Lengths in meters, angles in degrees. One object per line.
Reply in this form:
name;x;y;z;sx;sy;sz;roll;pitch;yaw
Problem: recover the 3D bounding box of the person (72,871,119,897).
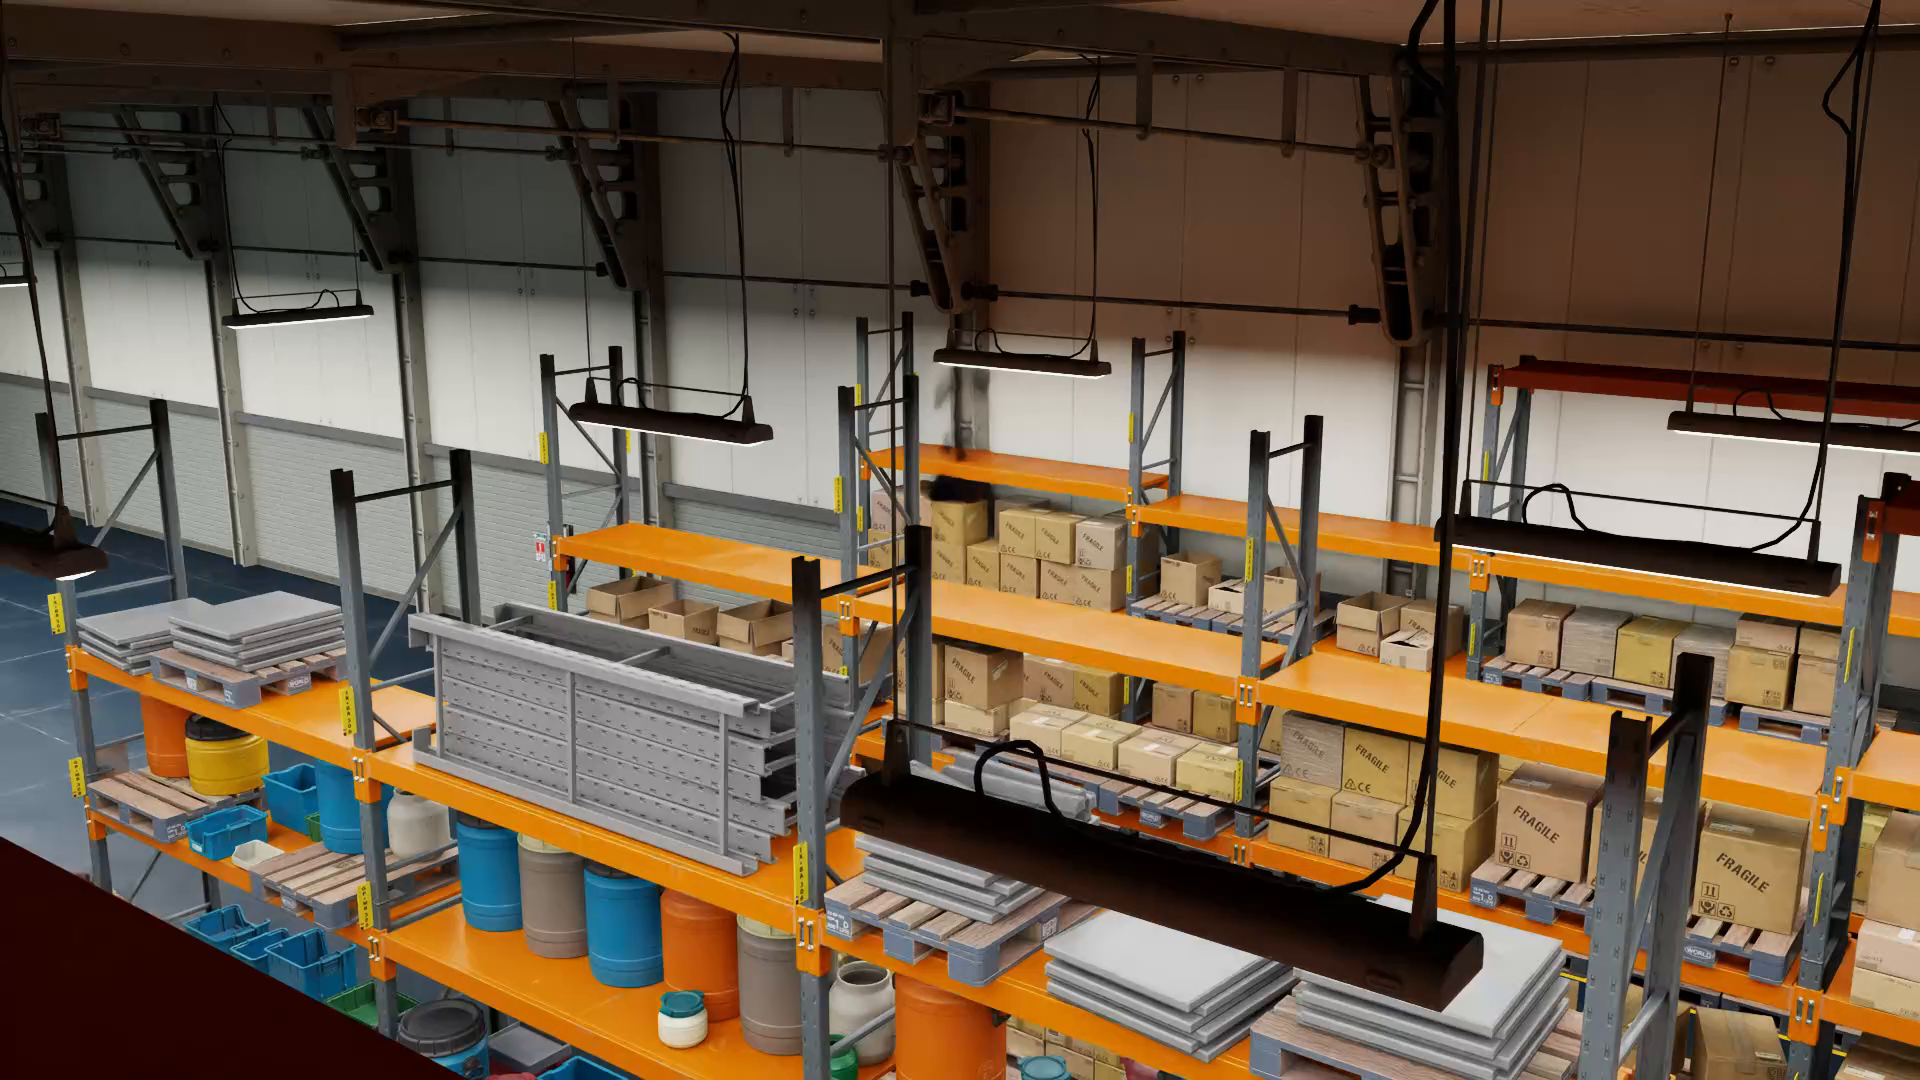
person;-7.945;3.792;15.456;0.677;1.597;0.571;-8;15;-32
